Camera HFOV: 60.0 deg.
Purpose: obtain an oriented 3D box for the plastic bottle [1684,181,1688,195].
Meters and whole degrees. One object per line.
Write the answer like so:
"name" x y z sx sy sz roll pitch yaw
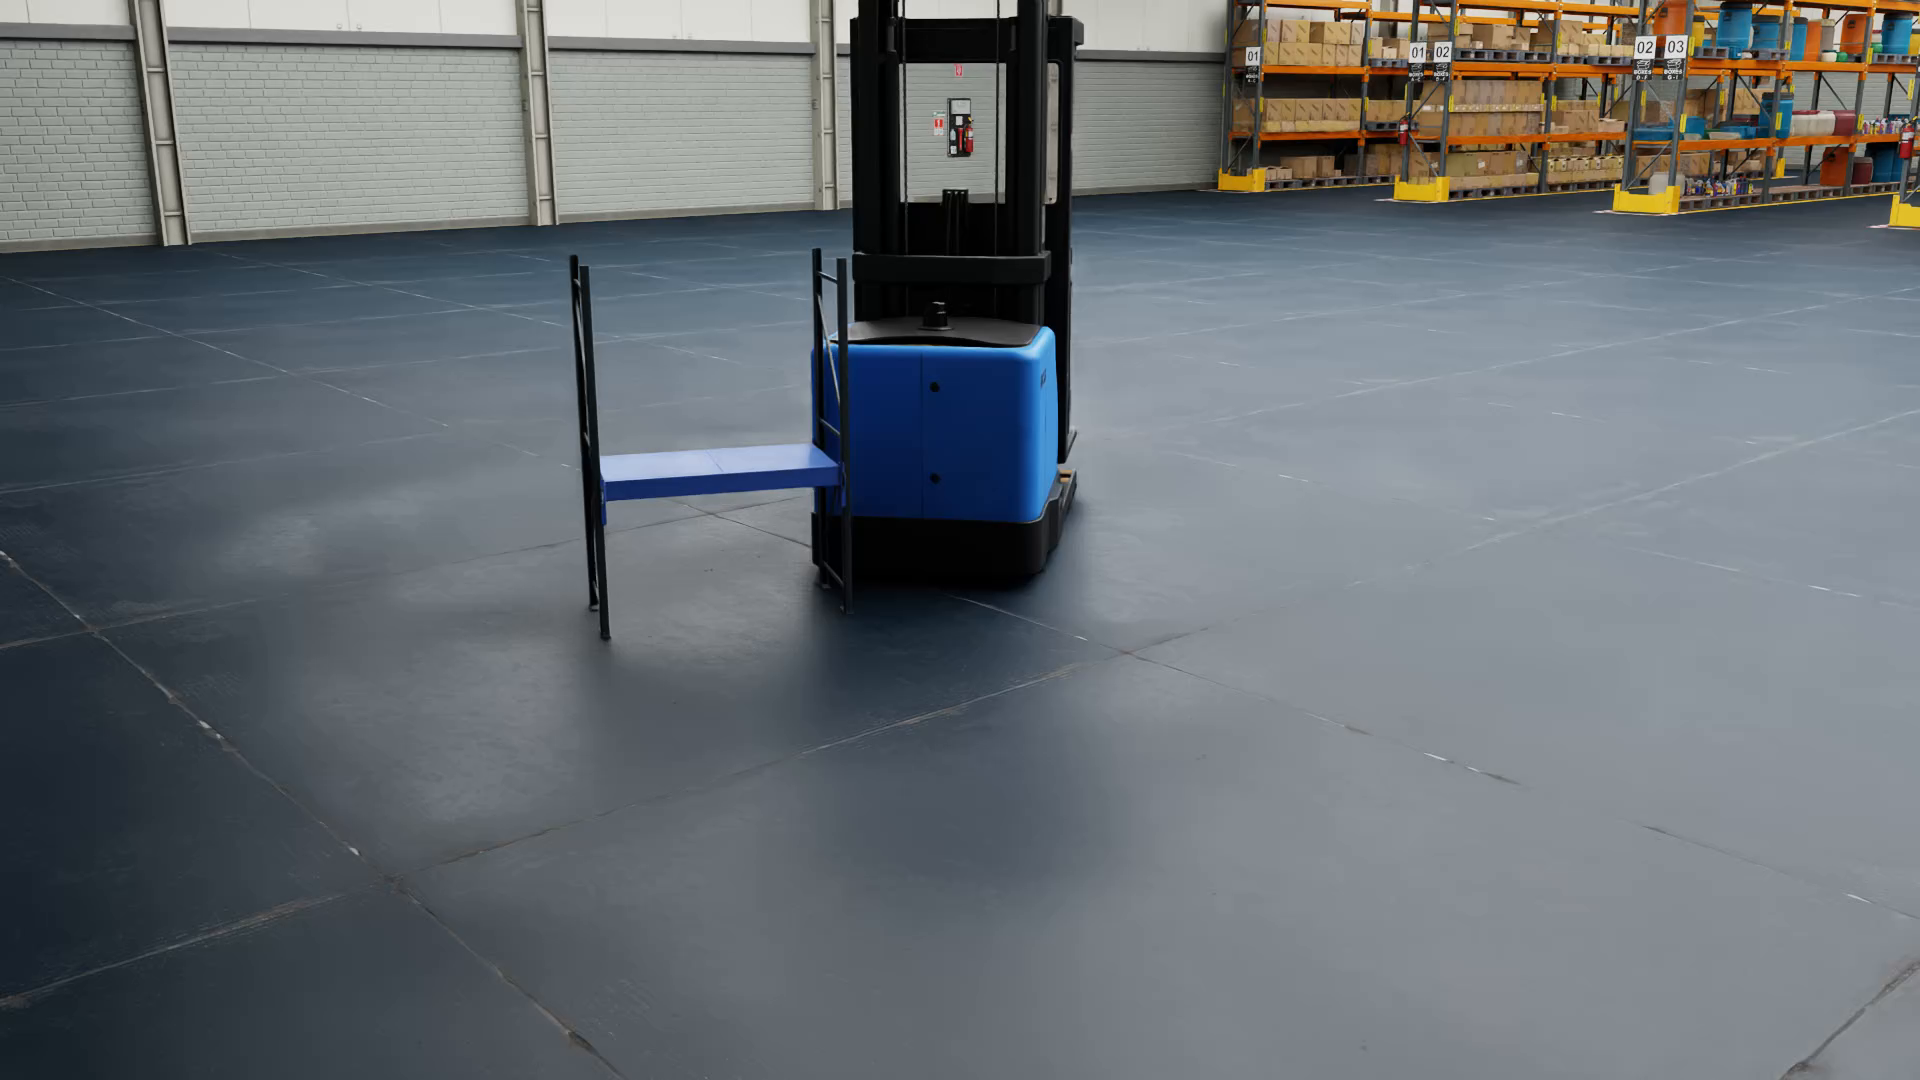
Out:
"plastic bottle" 14.386 -6.992 33.024 0.133 0.283 0.061 -13 19 -39

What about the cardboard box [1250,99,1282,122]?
"cardboard box" 7.064 -9.929 38.408 0.500 0.500 0.500 -13 19 -39

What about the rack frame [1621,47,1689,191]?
"rack frame" 13.010 -7.678 31.184 0.127 3.000 1.000 -13 19 -39

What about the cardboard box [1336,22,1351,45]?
"cardboard box" 8.916 -12.042 39.537 0.500 0.500 0.500 -11 19 -36

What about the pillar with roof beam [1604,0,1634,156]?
"pillar with roof beam" 22.872 -15.004 46.982 0.400 9.000 9.100 -13 19 -39

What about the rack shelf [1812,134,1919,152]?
"rack shelf" 20.554 -9.025 37.618 4.000 0.370 1.077 -13 19 -39

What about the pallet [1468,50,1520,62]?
"pallet" 11.233 -10.372 35.628 1.213 0.211 1.003 -13 19 -39

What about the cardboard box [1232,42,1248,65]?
"cardboard box" 6.655 -11.234 38.451 0.500 0.500 0.500 -11 18 -35

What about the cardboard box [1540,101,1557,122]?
"cardboard box" 15.979 -11.874 46.308 0.700 0.700 0.980 -12 19 -39

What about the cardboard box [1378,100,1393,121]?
"cardboard box" 10.357 -10.718 41.518 0.500 0.500 0.700 -10 18 -34

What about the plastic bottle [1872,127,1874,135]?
"plastic bottle" 20.139 -9.063 36.753 0.097 0.201 0.097 0 15 0

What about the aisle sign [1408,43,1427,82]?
"aisle sign" 9.519 -9.945 34.633 0.004 0.787 0.394 -13 19 -39

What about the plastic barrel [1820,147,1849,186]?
"plastic barrel" 19.403 -8.274 36.806 0.708 0.830 0.600 -13 19 -39

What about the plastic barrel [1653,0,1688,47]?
"plastic barrel" 13.293 -9.645 31.088 0.708 0.830 0.600 -13 19 -39

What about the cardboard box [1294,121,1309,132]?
"cardboard box" 7.854 -9.741 39.157 0.500 0.250 0.500 -13 20 -40

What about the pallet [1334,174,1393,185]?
"pallet" 10.111 -9.070 41.796 1.213 0.211 1.003 -13 19 -39

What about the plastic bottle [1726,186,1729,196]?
"plastic bottle" 15.146 -6.912 32.885 0.097 0.201 0.097 0 15 0

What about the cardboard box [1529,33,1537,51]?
"cardboard box" 15.933 -13.794 46.096 0.500 0.500 0.500 -13 20 -40

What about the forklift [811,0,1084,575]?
"forklift" 0.043 -1.593 8.535 1.130 2.935 3.031 2 15 8

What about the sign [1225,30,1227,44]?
"sign" 6.158 -11.596 38.320 0.005 0.325 0.100 -13 19 -39

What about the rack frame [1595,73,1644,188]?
"rack frame" 15.797 -9.999 39.870 0.127 3.000 1.000 -13 19 -39

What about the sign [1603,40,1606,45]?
"sign" 15.442 -11.804 39.813 0.005 0.325 0.100 -13 19 -39

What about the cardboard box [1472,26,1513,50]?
"cardboard box" 11.454 -10.836 35.908 0.637 0.503 0.797 -10 18 -33

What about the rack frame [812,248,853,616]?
"rack frame" -0.544 -0.466 7.087 0.032 1.500 0.500 -5 16 -17

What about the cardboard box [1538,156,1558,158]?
"cardboard box" 13.663 -8.764 38.676 0.500 0.311 0.500 -13 20 -40

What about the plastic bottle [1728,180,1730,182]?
"plastic bottle" 15.470 -7.080 33.367 0.135 0.276 0.152 -13 19 -39

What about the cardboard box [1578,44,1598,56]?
"cardboard box" 14.262 -11.213 38.079 0.500 0.250 0.500 14 20 42

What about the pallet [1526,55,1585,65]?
"pallet" 13.436 -10.830 37.539 1.217 0.209 0.805 -14 20 -42

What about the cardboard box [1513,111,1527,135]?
"cardboard box" 12.055 -9.202 36.695 0.500 0.500 0.700 -13 20 -40

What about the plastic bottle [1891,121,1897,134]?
"plastic bottle" 21.045 -9.312 37.541 0.135 0.276 0.152 -13 19 -39

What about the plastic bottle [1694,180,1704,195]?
"plastic bottle" 14.800 -7.068 33.324 0.135 0.276 0.152 -13 19 -39

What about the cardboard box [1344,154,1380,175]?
"cardboard box" 10.069 -9.418 41.686 0.500 0.500 0.700 -12 19 -38

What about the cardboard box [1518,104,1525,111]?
"cardboard box" 12.133 -9.464 36.417 0.250 0.149 0.380 -13 20 -39

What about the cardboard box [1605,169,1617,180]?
"cardboard box" 15.173 -8.648 39.329 0.500 0.250 0.500 -13 20 -40

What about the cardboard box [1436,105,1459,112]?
"cardboard box" 10.199 -9.030 34.791 0.250 0.149 0.380 -13 20 -40

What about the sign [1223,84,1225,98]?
"sign" 6.158 -10.431 38.631 0.005 0.325 0.100 -13 19 -39

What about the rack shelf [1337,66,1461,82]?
"rack shelf" 11.033 -11.725 41.915 4.000 0.370 1.077 -13 19 -39

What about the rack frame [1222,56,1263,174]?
"rack frame" 6.507 -9.607 38.404 0.127 3.000 1.000 -13 19 -39

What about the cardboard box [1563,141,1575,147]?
"cardboard box" 17.507 -11.420 47.964 0.250 0.149 0.380 -12 19 -39

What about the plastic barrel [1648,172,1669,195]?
"plastic barrel" 13.457 -6.806 31.924 0.421 0.512 0.421 0 15 0

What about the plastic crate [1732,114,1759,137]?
"plastic crate" 16.192 -8.529 34.242 0.583 0.464 0.402 -13 19 -39

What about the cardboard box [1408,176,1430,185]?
"cardboard box" 9.972 -7.666 35.652 0.500 0.250 0.500 -13 19 -39

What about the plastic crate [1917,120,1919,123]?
"plastic crate" 23.458 -10.085 40.403 0.300 0.233 0.416 -13 19 -39

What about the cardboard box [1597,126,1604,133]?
"cardboard box" 14.871 -9.650 39.052 0.250 0.149 0.380 -11 18 -35

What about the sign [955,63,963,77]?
"sign" -0.020 -9.604 33.902 0.199 0.298 0.001 -13 19 -39

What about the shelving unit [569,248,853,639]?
"shelving unit" -1.029 -0.426 6.939 1.048 1.500 0.538 -5 16 -17

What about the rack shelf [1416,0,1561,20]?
"rack shelf" 11.270 -11.340 35.435 4.000 0.370 1.077 -13 19 -39

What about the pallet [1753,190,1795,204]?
"pallet" 16.595 -7.149 34.607 1.213 0.211 1.003 -13 19 -39

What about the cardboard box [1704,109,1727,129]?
"cardboard box" 19.377 -10.758 42.518 0.500 0.500 0.500 -12 19 -38

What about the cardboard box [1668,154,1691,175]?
"cardboard box" 17.873 -9.375 41.525 0.500 0.500 0.500 -12 19 -39

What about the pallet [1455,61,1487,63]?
"pallet" 12.993 -12.440 43.562 1.003 0.211 1.213 -12 19 -37
